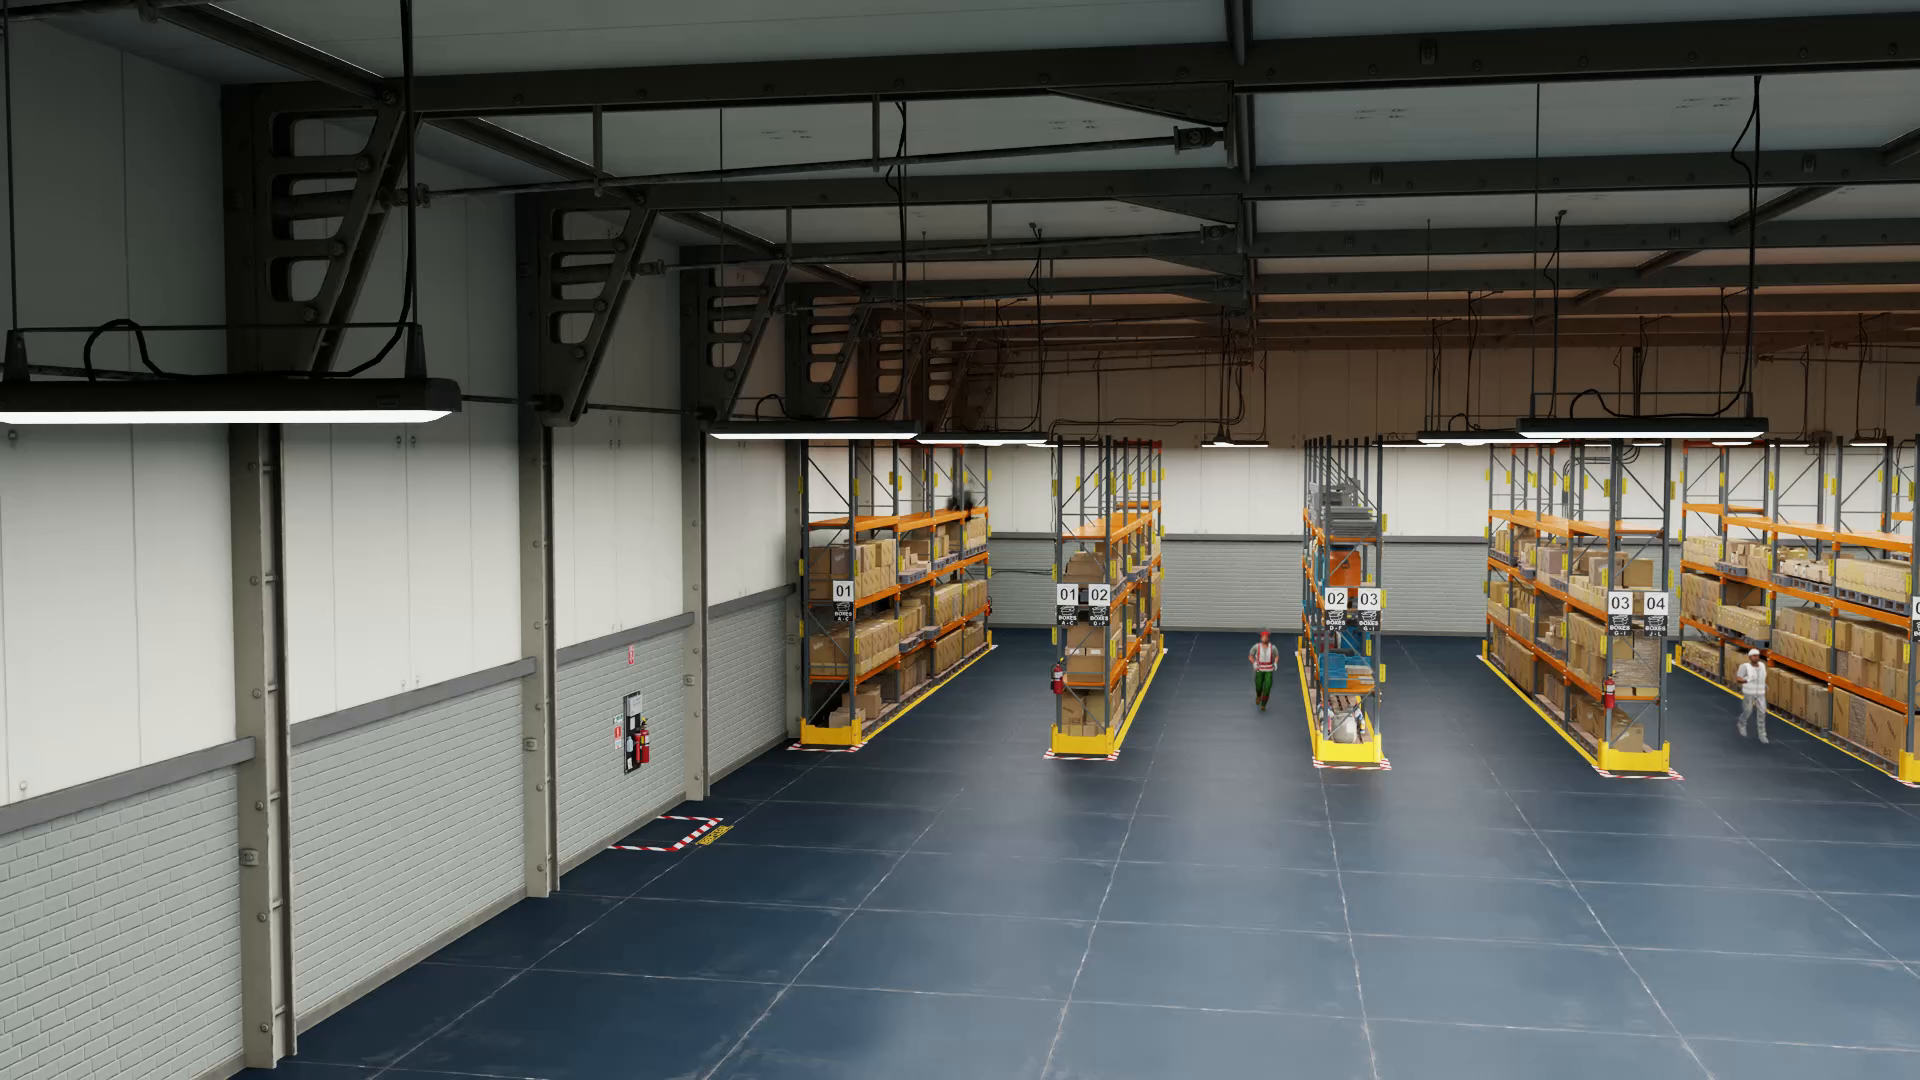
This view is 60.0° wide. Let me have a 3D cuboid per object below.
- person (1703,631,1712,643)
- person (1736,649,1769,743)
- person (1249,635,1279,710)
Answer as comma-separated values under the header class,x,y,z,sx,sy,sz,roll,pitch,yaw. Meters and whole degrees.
class,x,y,z,sx,sy,sz,roll,pitch,yaw
person,20.535,2.440,45.539,0.656,1.682,0.759,-2,4,-36
person,15.561,3.024,32.591,0.677,1.778,0.961,0,3,2
person,6.700,2.893,36.634,0.647,1.691,0.562,0,3,4
